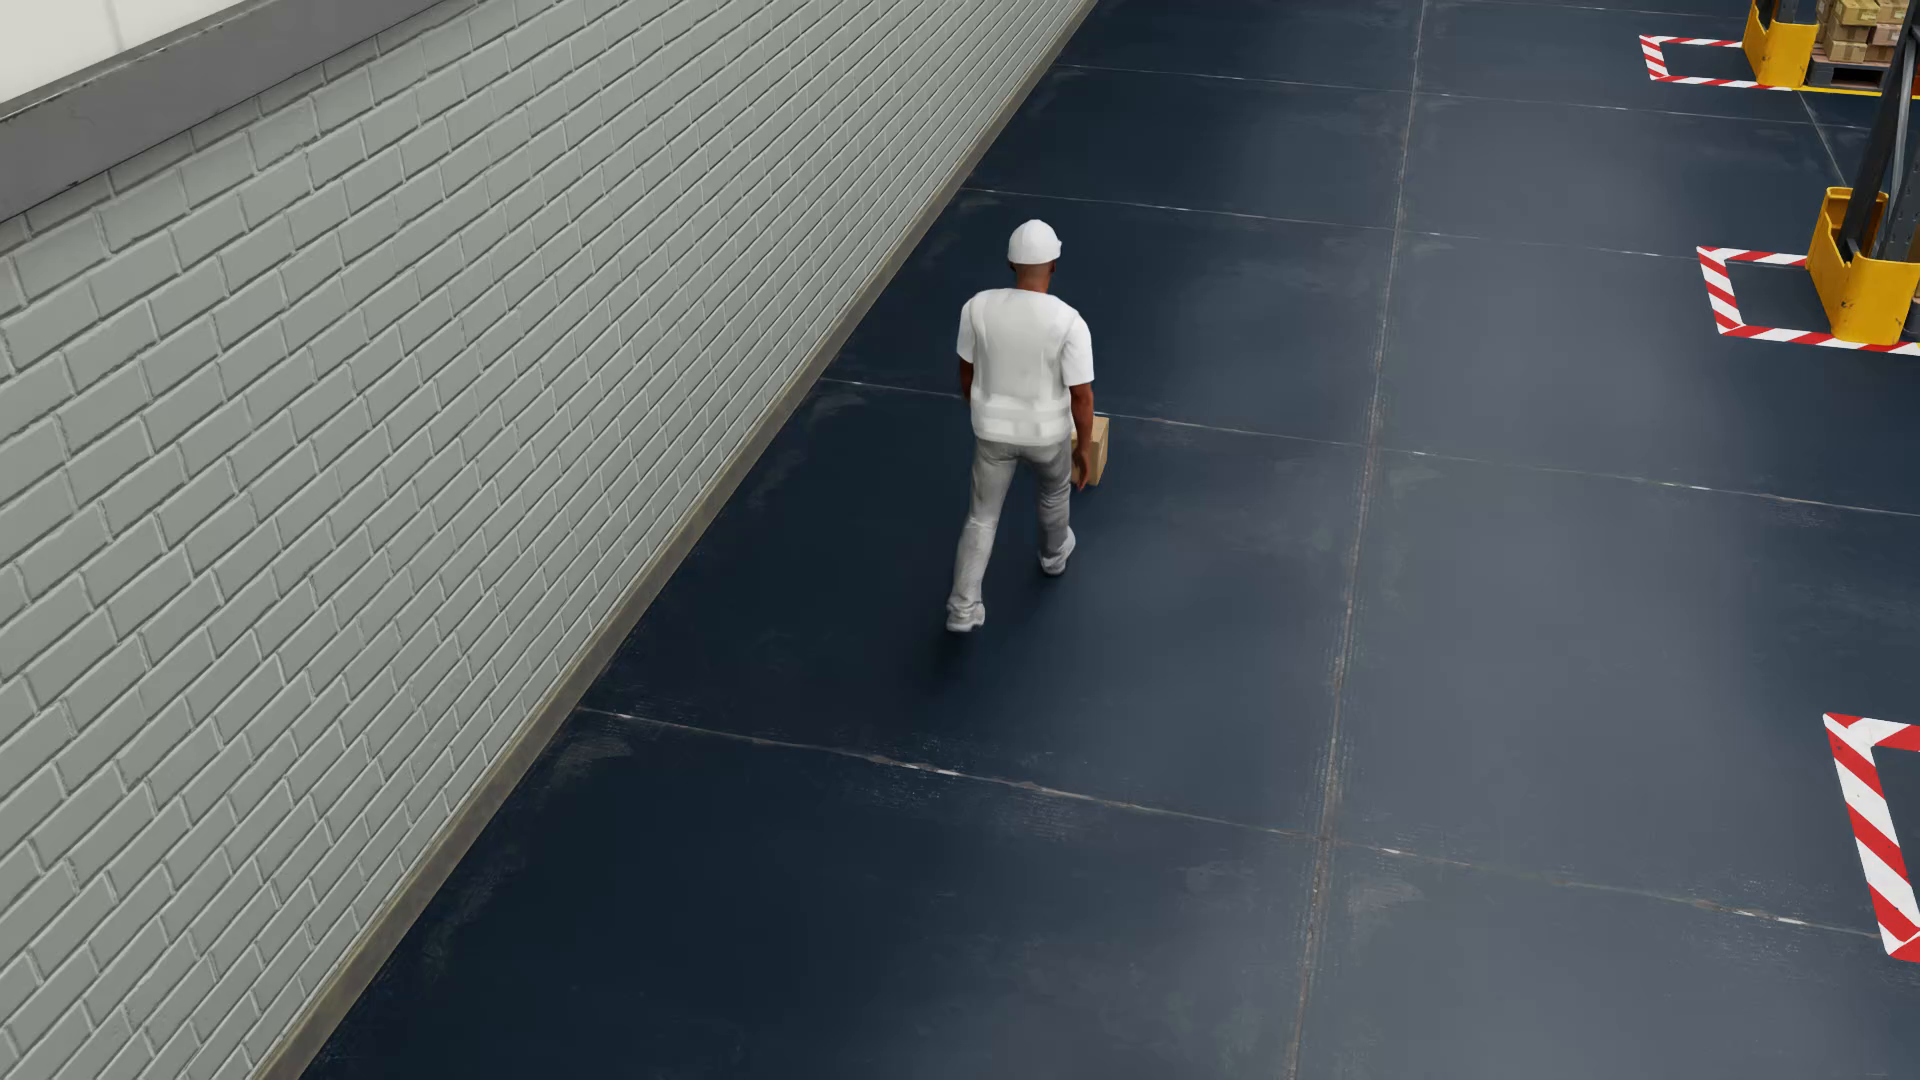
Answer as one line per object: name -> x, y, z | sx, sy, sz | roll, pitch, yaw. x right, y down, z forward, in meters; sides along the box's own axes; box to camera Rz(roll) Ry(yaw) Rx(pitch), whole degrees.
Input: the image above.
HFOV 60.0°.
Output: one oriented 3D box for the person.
person -> 0.265, -0.462, 6.858 | 0.594, 1.732, 1.041 | 8, 33, 12
